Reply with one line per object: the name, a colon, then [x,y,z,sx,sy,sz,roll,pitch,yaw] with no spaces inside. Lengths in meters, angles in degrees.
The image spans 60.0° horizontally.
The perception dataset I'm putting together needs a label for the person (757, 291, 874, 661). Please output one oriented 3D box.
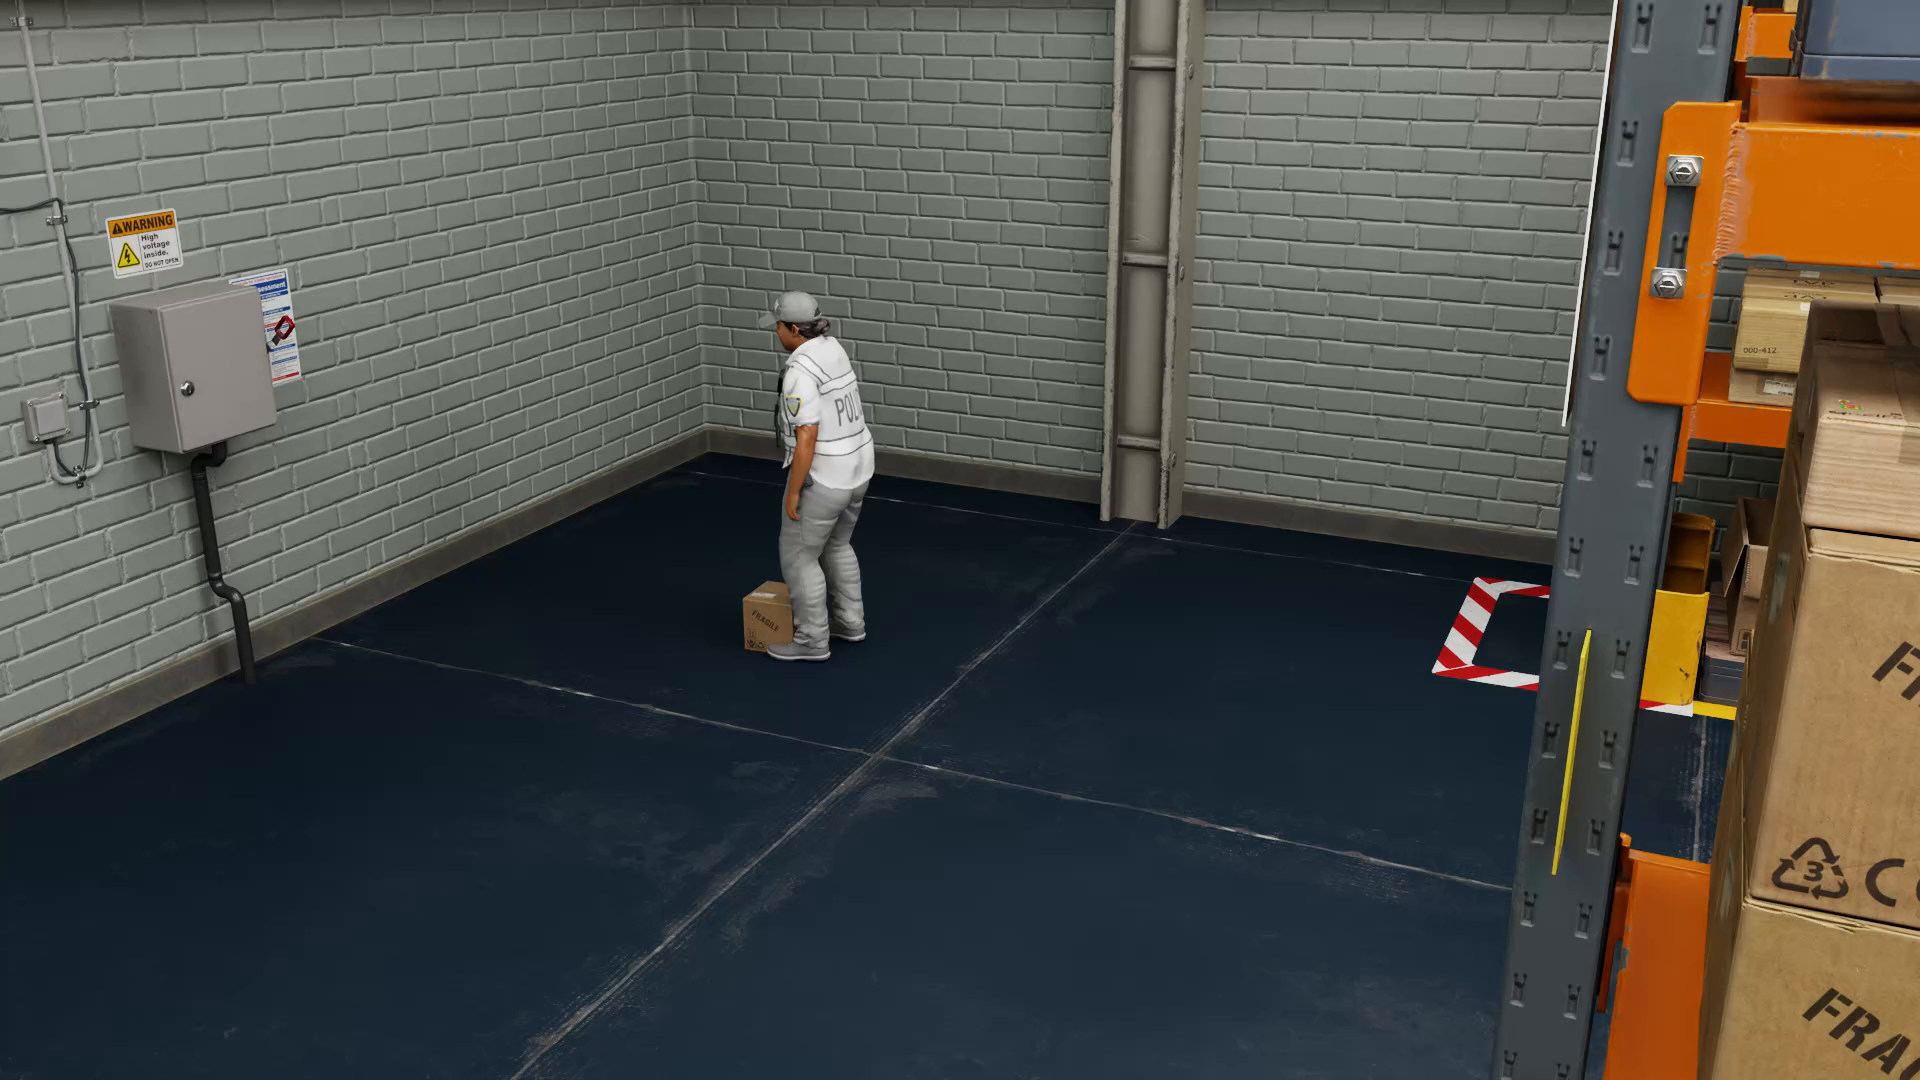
person: [-0.630,-0.279,7.359,0.471,1.665,0.562,7,20,19]
